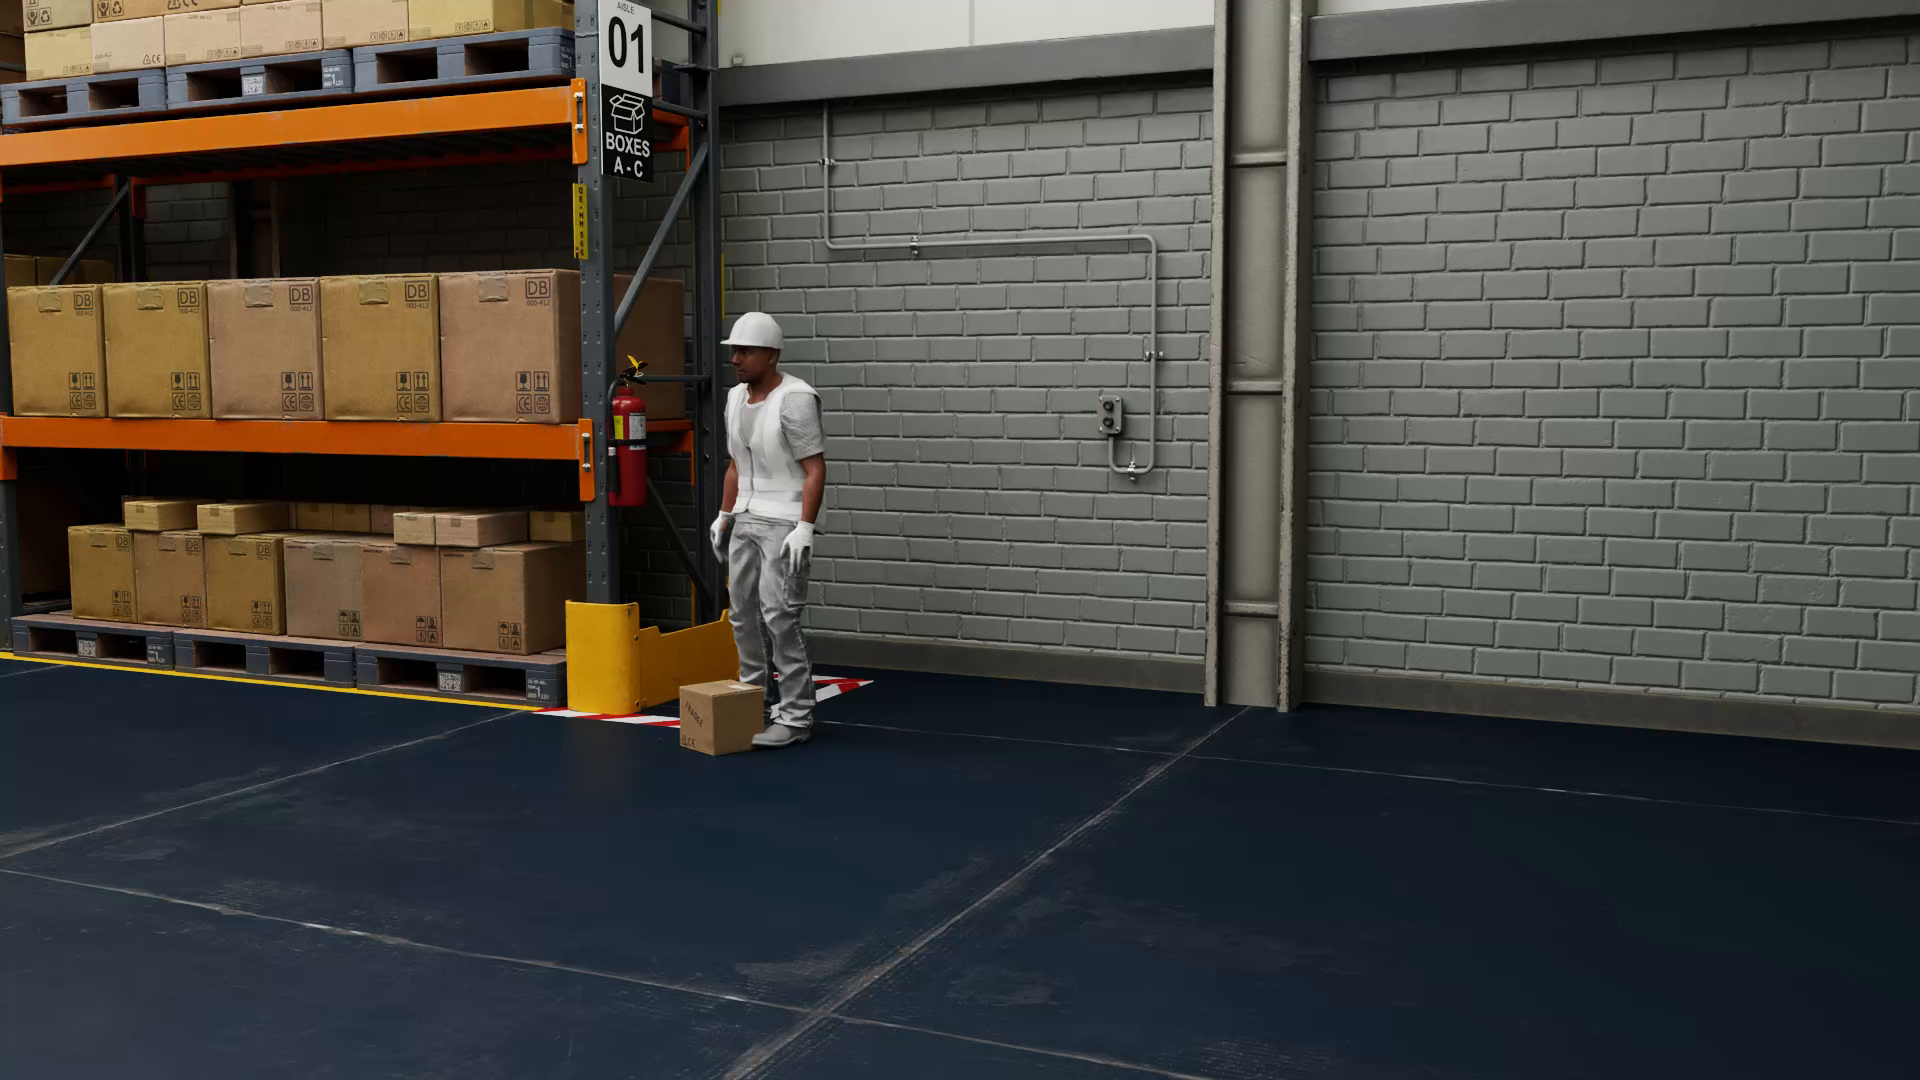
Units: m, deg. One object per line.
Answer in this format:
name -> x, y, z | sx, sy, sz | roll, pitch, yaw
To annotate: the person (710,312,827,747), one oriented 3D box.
person -> -0.796, -0.046, 6.888 | 0.443, 1.776, 0.631 | -5, 7, -42
